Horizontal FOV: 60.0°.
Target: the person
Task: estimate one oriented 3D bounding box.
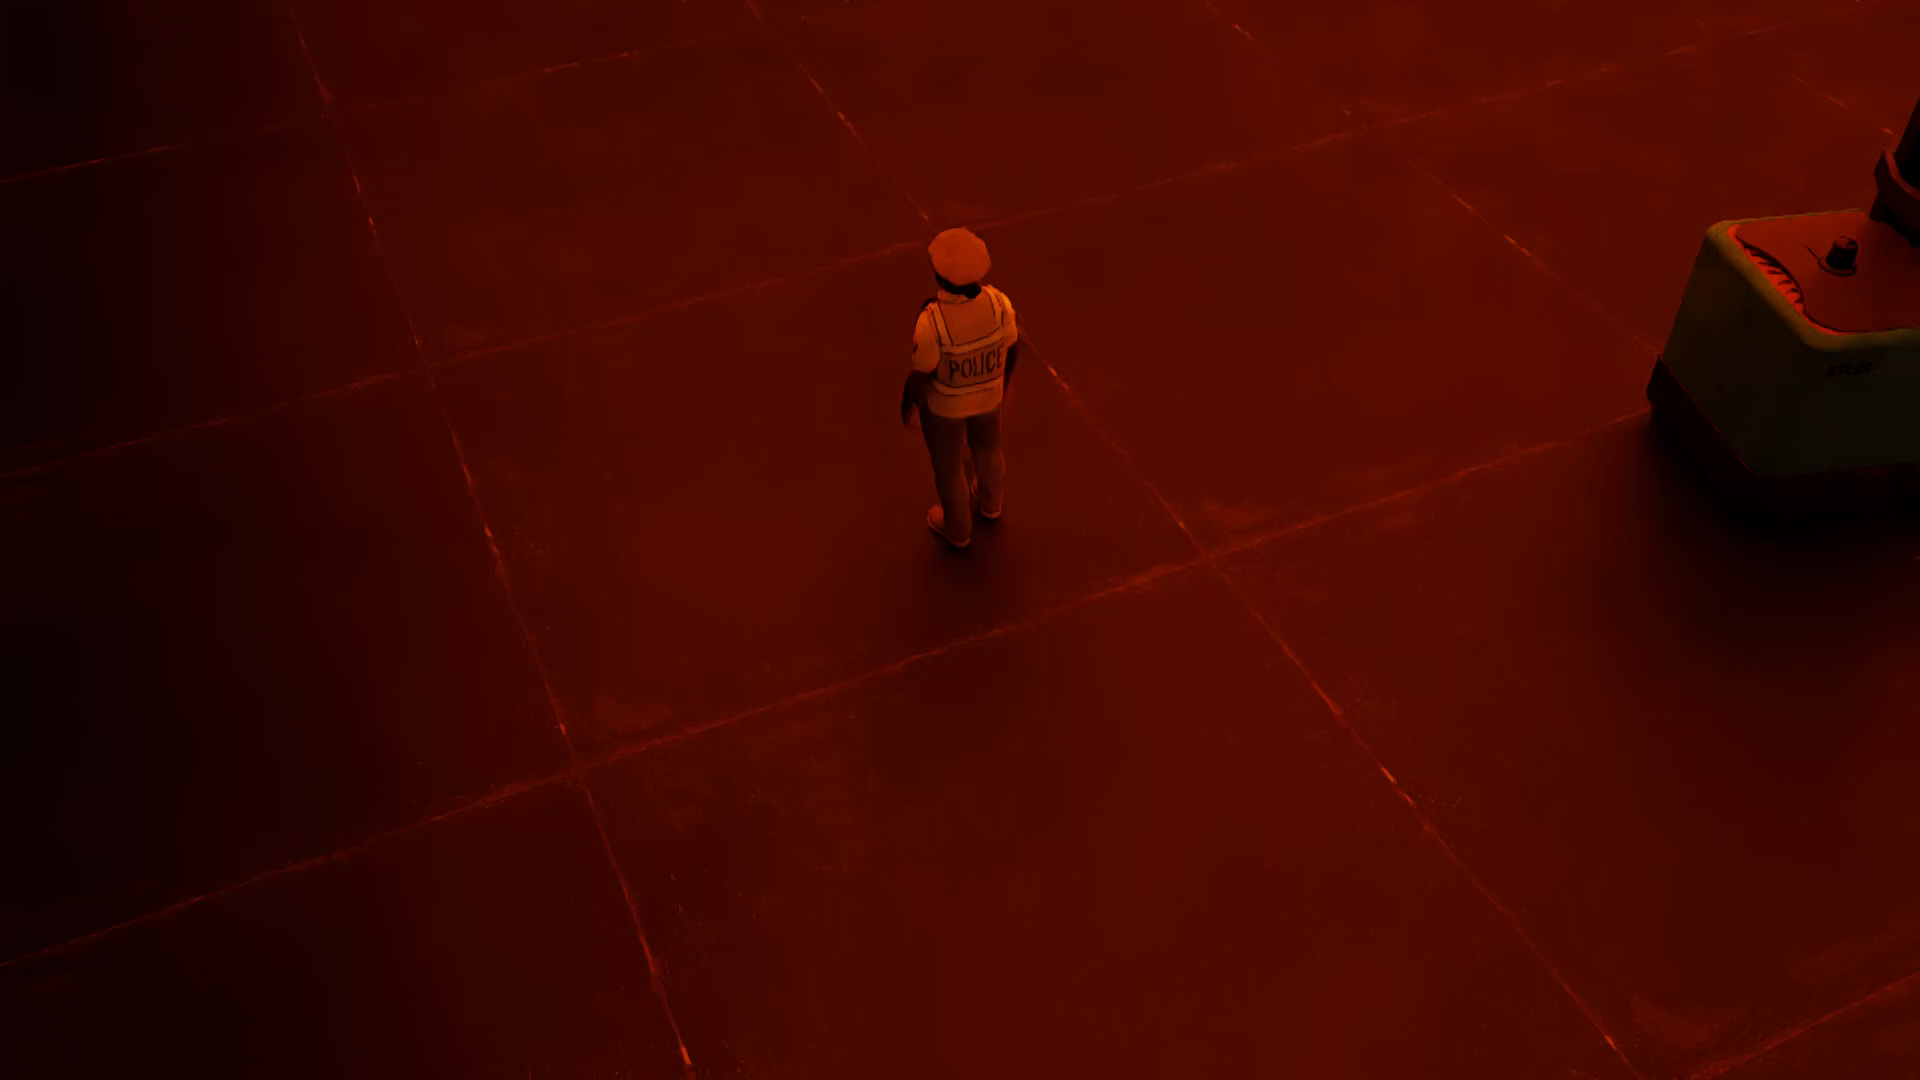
[{"bbox_3d":[-0.014,-0.677,7.301,0.570,1.695,0.529,-18,46,-18],"label":"person"}]

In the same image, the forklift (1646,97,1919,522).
[{"bbox_3d":[5.081,-1.633,7.430,3.031,2.935,1.130,-6,43,-7],"label":"forklift"}]
